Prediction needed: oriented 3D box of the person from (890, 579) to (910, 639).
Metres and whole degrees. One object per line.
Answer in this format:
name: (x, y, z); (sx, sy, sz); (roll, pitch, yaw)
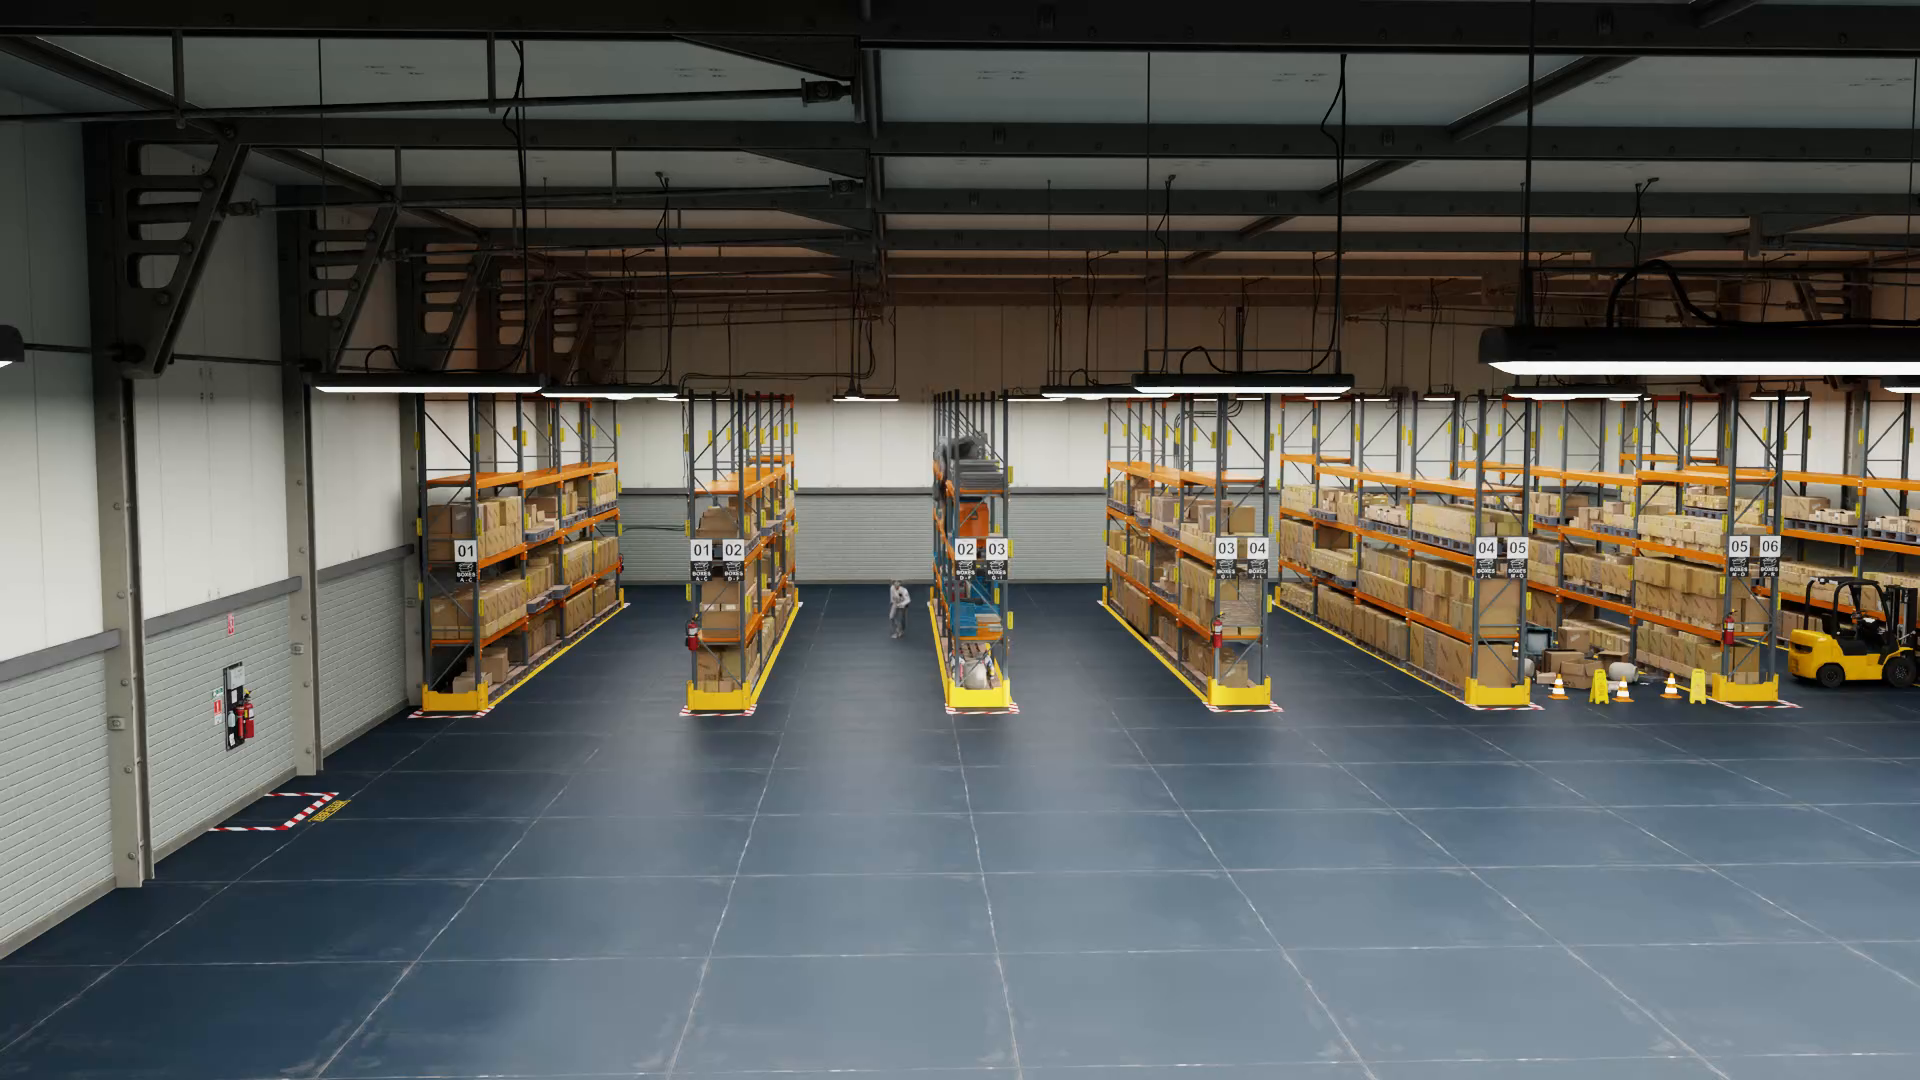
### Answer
person: (-1.440, 1.641, 40.685); (0.622, 1.469, 1.045); (1, 5, 17)

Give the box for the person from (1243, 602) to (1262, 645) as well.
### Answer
person: (6.790, 1.625, 39.622); (0.749, 1.724, 0.673); (0, 5, 0)

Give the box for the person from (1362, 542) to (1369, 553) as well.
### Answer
person: (11.935, 0.903, 48.799); (0.847, 1.700, 0.576); (-1, 5, -10)
